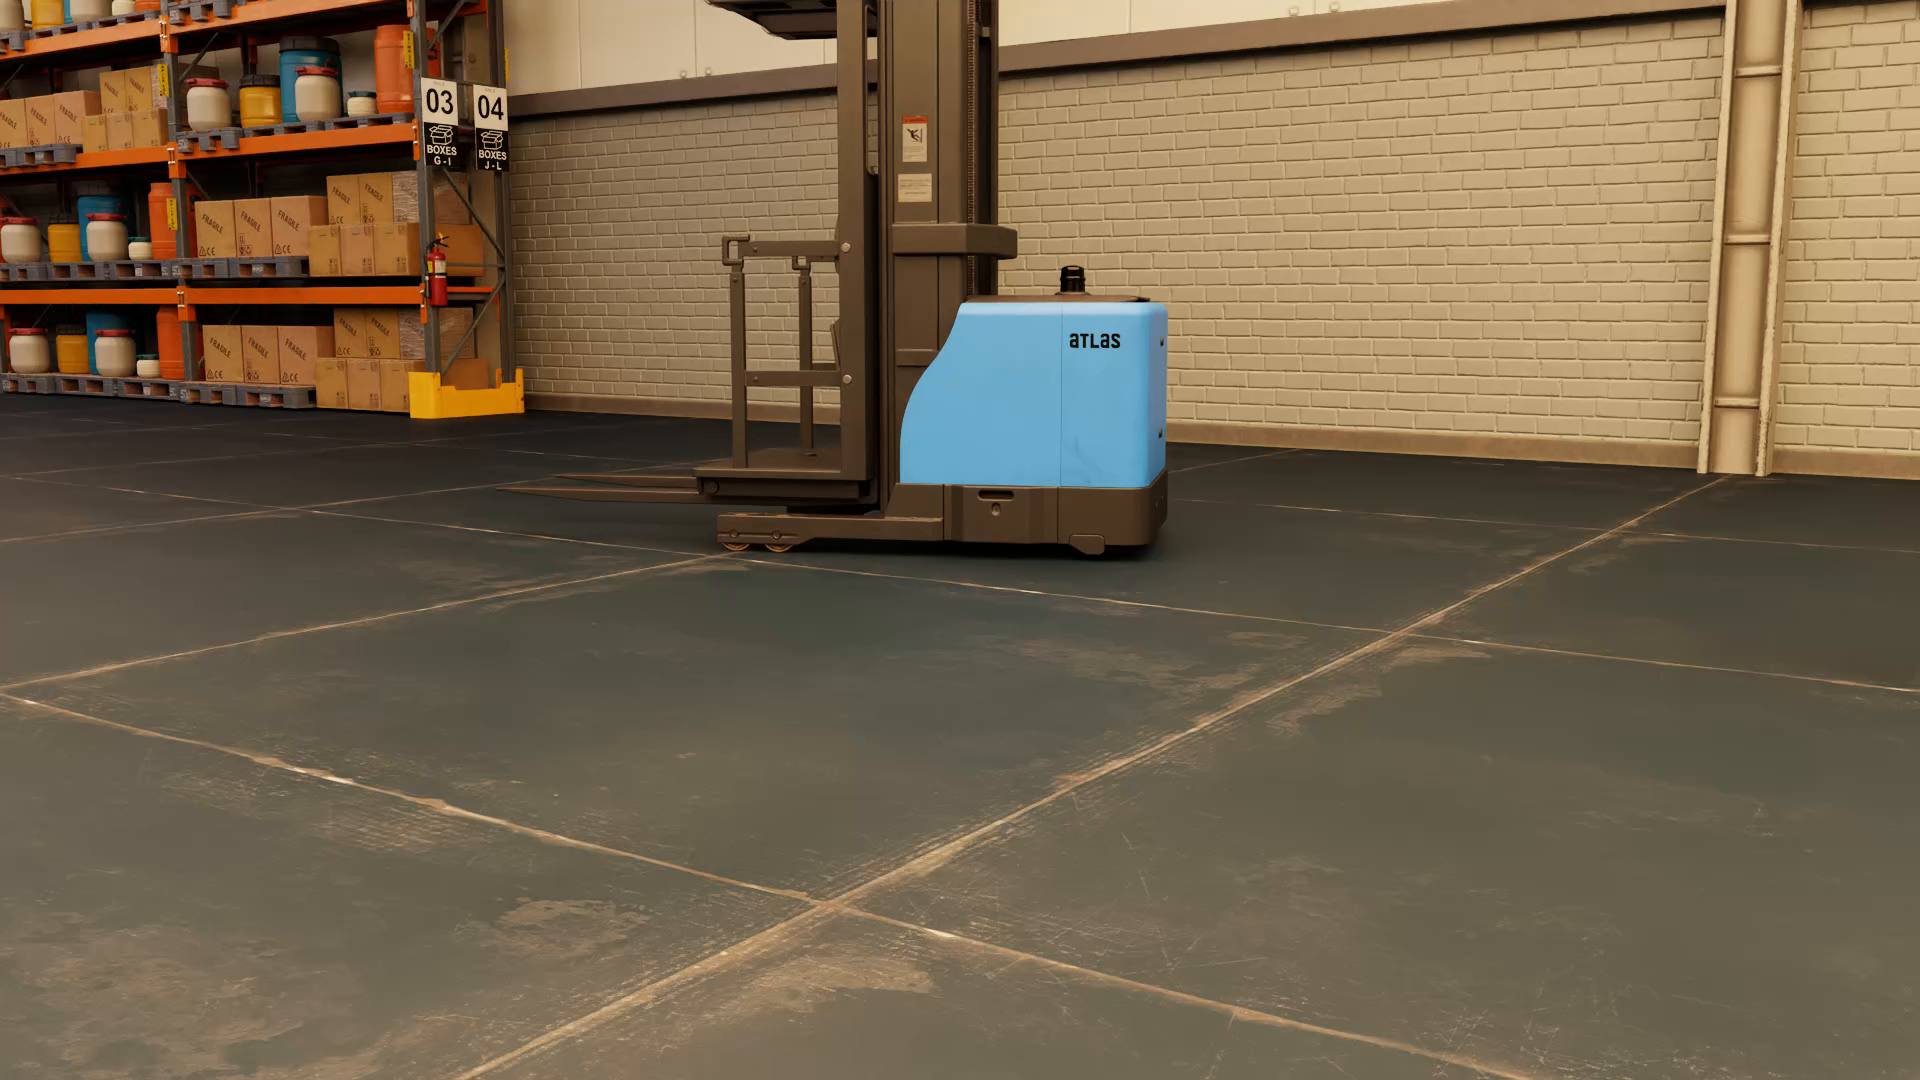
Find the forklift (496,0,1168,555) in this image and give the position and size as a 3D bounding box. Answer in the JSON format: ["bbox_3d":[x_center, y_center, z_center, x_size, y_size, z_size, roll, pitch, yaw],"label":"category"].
[{"bbox_3d":[-0.596,-1.469,7.520,3.031,2.935,1.130,2,8,12],"label":"forklift"}]
